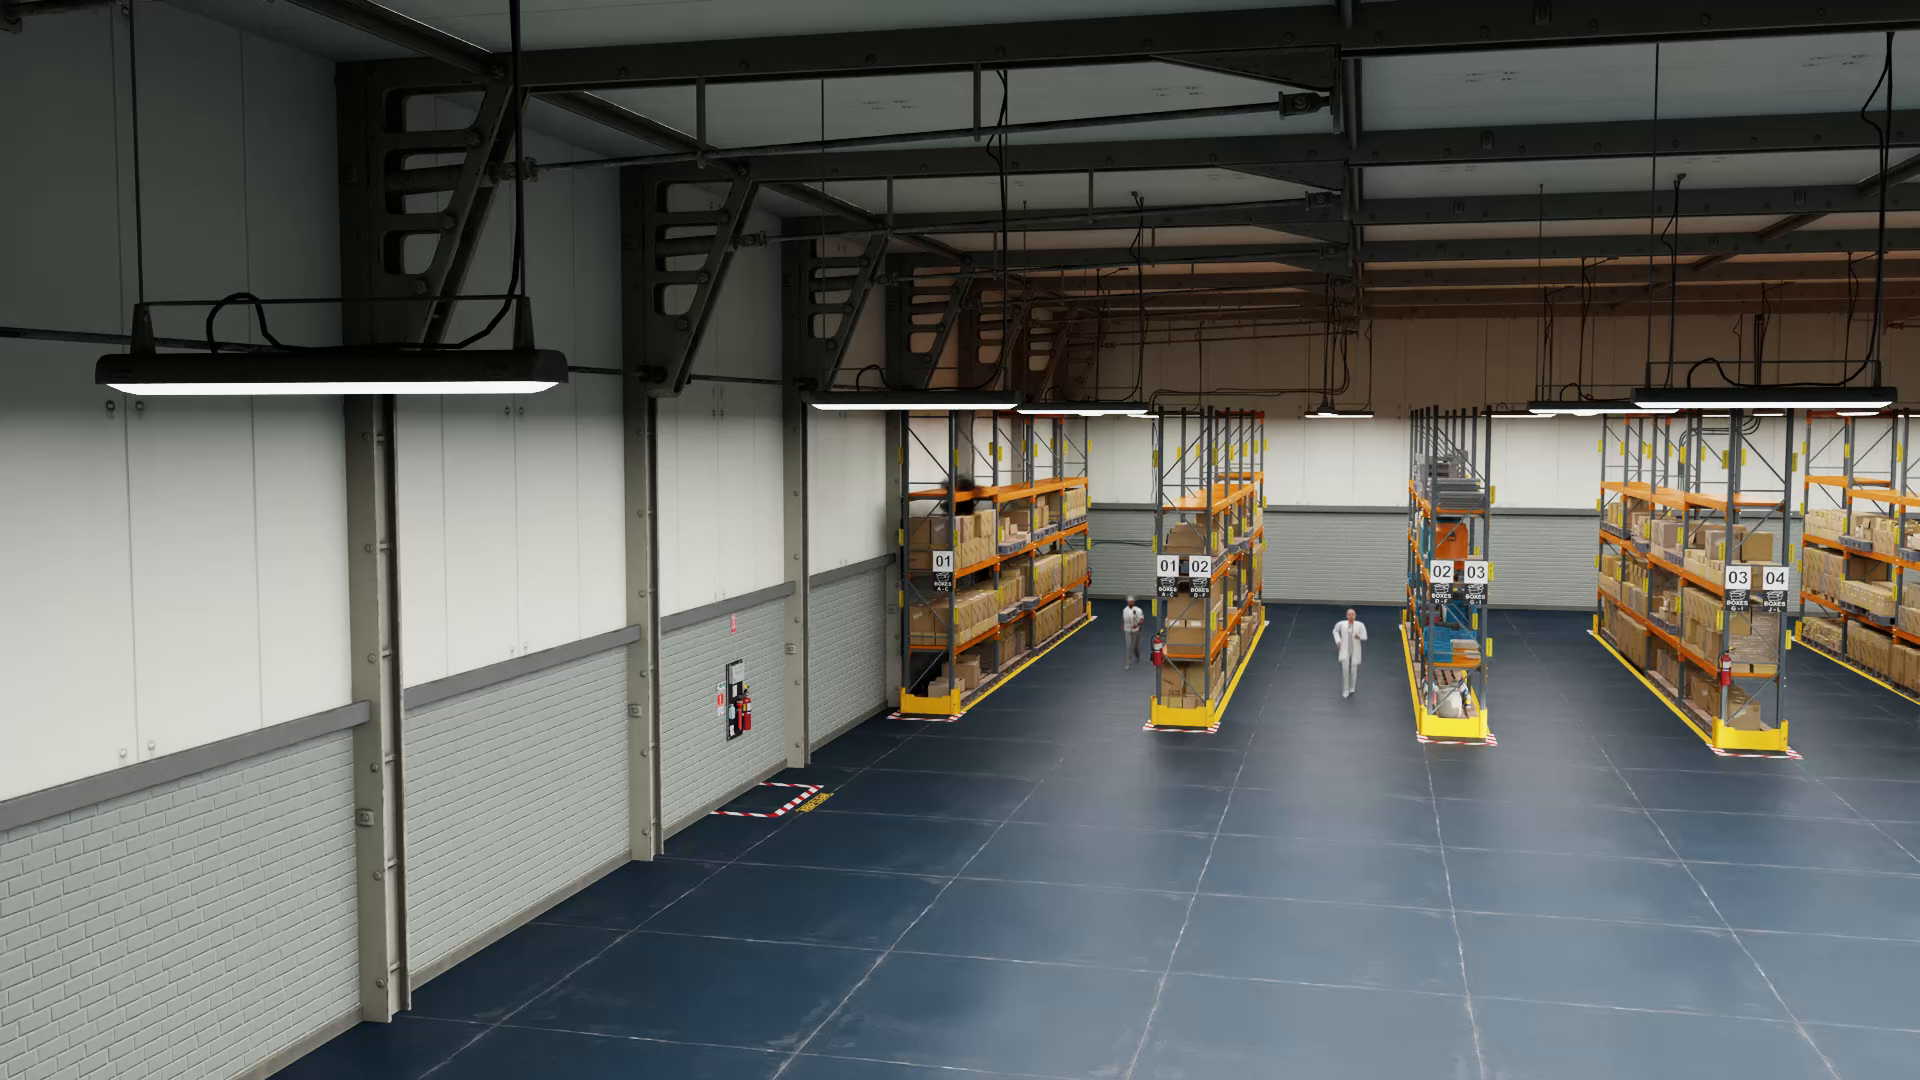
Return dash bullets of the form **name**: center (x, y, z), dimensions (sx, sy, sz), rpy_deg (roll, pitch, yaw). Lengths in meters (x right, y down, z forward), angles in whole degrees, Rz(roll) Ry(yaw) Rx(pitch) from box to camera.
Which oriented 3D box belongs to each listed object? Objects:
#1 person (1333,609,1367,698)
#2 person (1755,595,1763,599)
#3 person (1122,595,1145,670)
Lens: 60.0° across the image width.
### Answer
- **person**: center (8.108, 2.358, 34.561), dimensions (0.682, 1.841, 0.801), rpy_deg (1, 4, 10)
- **person**: center (20.496, 1.850, 42.902), dimensions (0.658, 1.595, 0.570), rpy_deg (1, 4, 19)
- **person**: center (3.987, 2.109, 38.287), dimensions (0.573, 1.696, 0.859), rpy_deg (2, 4, 21)
